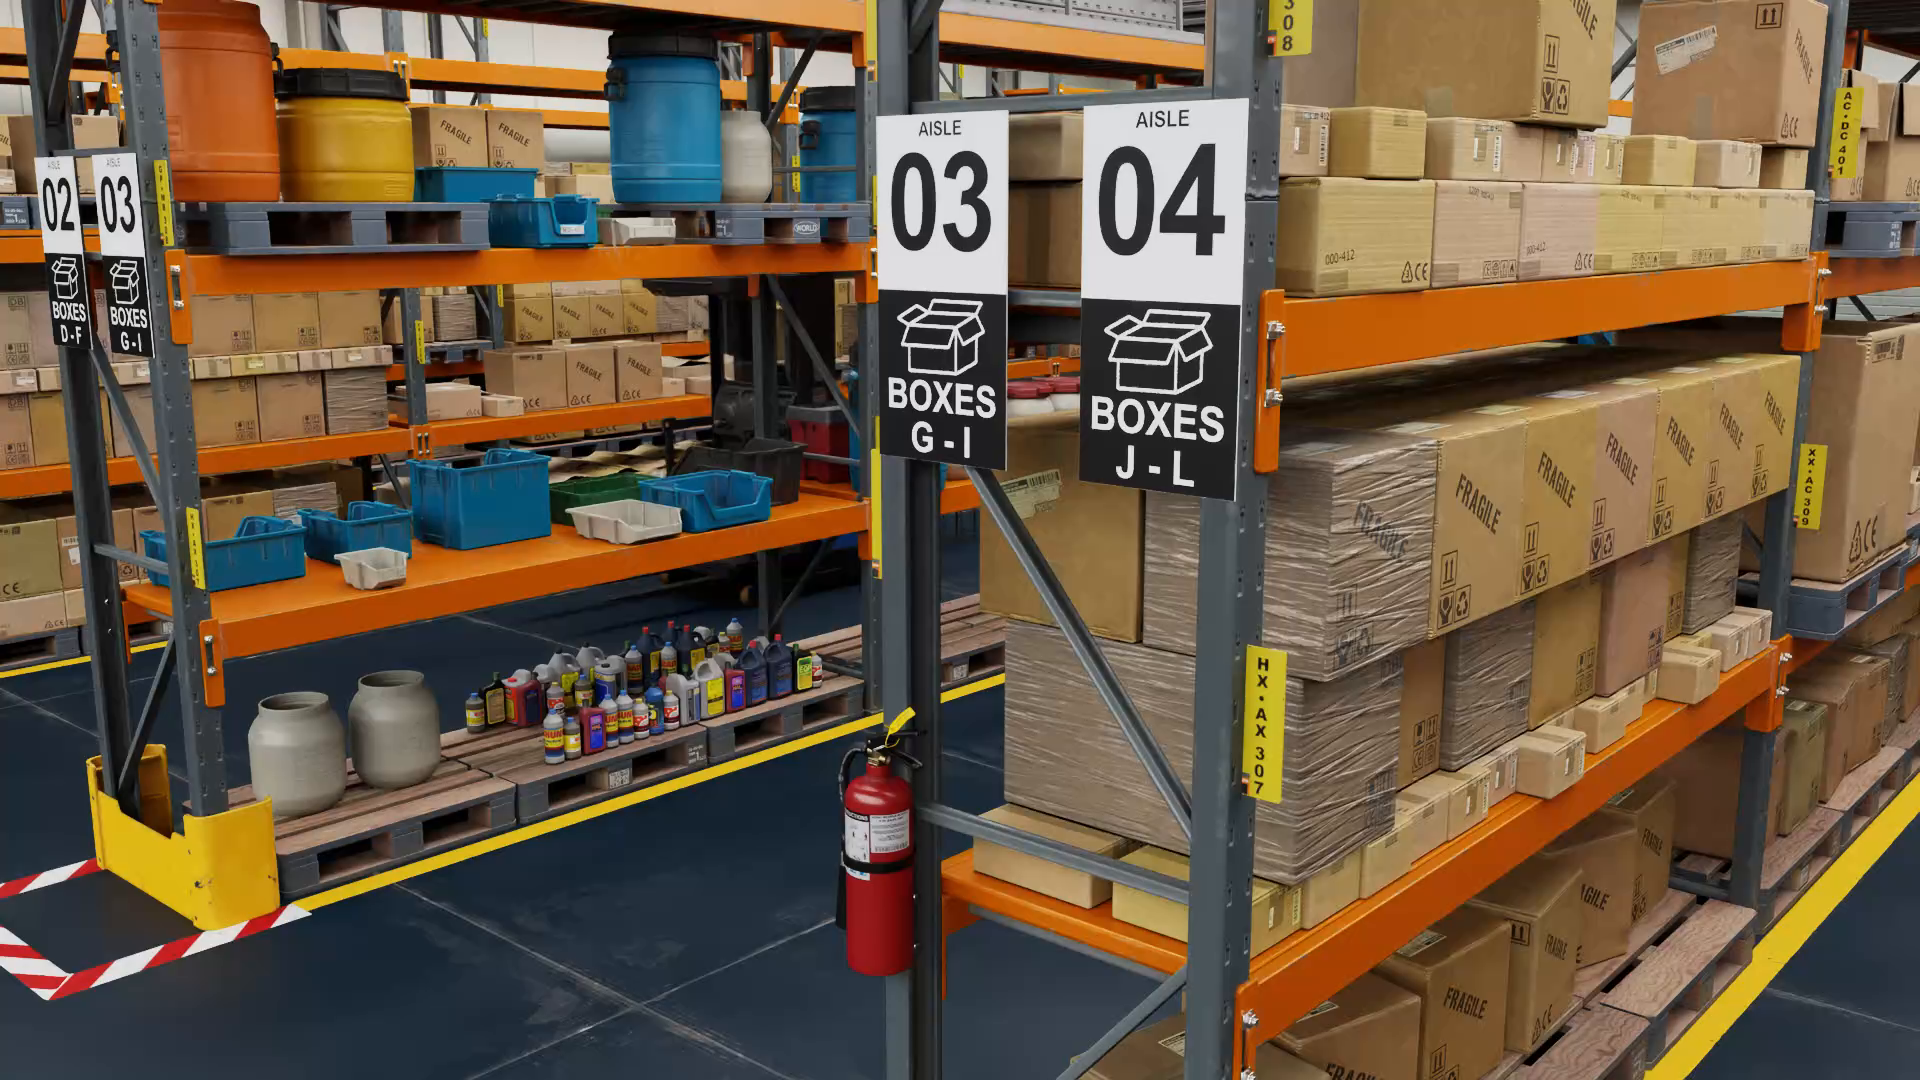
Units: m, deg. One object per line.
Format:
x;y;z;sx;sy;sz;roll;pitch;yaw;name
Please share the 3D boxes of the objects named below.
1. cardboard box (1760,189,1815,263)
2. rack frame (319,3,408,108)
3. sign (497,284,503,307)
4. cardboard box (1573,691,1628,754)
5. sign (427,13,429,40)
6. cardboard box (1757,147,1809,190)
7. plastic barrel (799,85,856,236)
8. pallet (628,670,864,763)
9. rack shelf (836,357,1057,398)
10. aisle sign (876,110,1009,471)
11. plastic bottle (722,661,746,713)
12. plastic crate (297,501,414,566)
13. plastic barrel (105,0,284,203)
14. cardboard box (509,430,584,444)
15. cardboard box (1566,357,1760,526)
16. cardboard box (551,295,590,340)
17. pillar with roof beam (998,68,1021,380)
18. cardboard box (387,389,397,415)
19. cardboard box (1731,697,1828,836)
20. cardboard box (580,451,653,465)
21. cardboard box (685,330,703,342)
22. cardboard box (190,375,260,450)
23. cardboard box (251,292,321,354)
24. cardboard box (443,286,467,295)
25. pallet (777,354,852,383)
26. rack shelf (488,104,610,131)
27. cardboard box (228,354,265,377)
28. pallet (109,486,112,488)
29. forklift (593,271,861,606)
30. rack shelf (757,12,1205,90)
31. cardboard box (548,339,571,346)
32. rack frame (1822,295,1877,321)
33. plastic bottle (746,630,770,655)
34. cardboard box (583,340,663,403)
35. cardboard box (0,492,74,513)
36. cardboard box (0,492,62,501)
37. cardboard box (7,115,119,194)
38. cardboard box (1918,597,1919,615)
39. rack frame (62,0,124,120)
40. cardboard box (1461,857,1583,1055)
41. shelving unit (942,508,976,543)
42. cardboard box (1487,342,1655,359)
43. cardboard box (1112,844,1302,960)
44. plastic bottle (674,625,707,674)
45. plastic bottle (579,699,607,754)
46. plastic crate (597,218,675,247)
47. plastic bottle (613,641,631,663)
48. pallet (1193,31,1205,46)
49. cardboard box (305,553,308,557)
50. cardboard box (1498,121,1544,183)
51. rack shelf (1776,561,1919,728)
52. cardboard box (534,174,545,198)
2.758;-1.147;6.061;0.500;0.250;0.500;11;15;42;cardboard box
-4.576;-4.074;12.673;1.000;3.000;0.127;10;15;40;rack frame
-5.245;-2.821;18.961;0.100;0.325;0.005;10;15;40;sign
1.940;0.561;5.425;0.380;0.149;0.250;10;15;40;cardboard box
-6.079;-5.909;19.073;0.100;0.325;0.005;10;15;40;sign
2.865;-1.359;6.100;0.380;0.149;0.250;10;15;42;cardboard box
-0.685;-2.311;10.223;0.600;0.901;0.708;10;15;40;plastic barrel
-1.333;0.970;9.856;1.003;0.211;1.213;10;15;40;pallet
-0.616;-1.662;17.750;1.077;0.370;4.000;10;15;40;rack shelf
-0.044;-0.567;3.792;0.394;0.787;0.004;10;15;40;aisle sign
-1.269;0.815;9.325;0.133;0.283;0.061;-11;16;-44;plastic bottle
-2.960;-0.037;8.156;0.499;0.251;0.408;10;15;40;plastic crate
-3.273;-1.878;7.168;0.600;0.830;0.708;10;15;40;plastic barrel
-5.075;-1.604;20.037;0.750;0.750;0.750;10;15;40;cardboard box
2.443;-0.361;5.829;0.500;0.500;0.500;10;15;40;cardboard box
-4.794;-2.680;19.942;0.500;0.500;0.500;10;15;42;cardboard box
3.988;-6.432;24.478;9.100;9.000;0.548;10;15;40;pillar with roof beam
-6.519;-1.530;18.595;0.500;0.250;0.500;10;15;41;cardboard box
3.613;1.004;7.824;0.700;0.500;0.500;10;15;40;cardboard box
-3.181;-0.661;15.418;0.500;0.311;0.500;9;15;39;cardboard box
-3.513;-2.630;21.352;0.380;0.149;0.250;10;15;40;cardboard box
-5.542;-0.963;12.160;0.700;0.500;0.500;10;15;41;cardboard box
-5.197;-1.677;12.419;0.700;0.500;0.500;10;15;40;cardboard box
-5.865;-2.889;19.021;0.380;0.149;0.250;7;14;33;cardboard box
-1.541;-1.735;16.770;1.213;0.211;1.003;10;15;40;pallet
-4.339;-5.048;20.406;1.077;0.370;4.000;10;15;40;rack shelf
-5.268;-1.282;12.100;0.380;0.149;0.250;10;15;40;cardboard box
-8.717;-0.301;16.220;1.003;0.211;1.213;10;15;40;pallet
-1.763;-1.041;12.980;1.130;2.935;3.031;10;15;42;forklift
0.462;-3.178;11.046;1.077;0.370;4.000;10;15;40;rack shelf
-4.856;-2.330;19.847;0.380;0.149;0.250;10;15;42;cardboard box
5.503;-0.439;9.791;1.000;3.000;0.127;10;15;40;rack frame
-1.175;0.705;9.700;0.144;0.351;0.185;10;15;40;plastic bottle
-3.031;-1.521;14.950;0.500;0.500;0.500;9;14;37;cardboard box
-6.437;-0.035;11.802;0.500;0.500;0.500;10;15;40;cardboard box
-8.955;-0.604;15.875;0.500;0.500;0.500;8;14;36;cardboard box
-5.915;-2.547;11.002;0.500;0.500;0.500;10;15;40;cardboard box
5.974;0.298;10.453;1.225;0.875;0.875;9;14;38;cardboard box
-8.300;-4.714;15.877;1.000;3.000;0.127;10;15;40;rack frame
1.845;1.409;5.845;0.500;0.500;0.500;8;14;35;cardboard box
-0.010;-0.586;15.122;0.258;1.200;0.189;10;15;40;shelving unit
2.375;-0.503;6.541;0.500;0.500;0.500;10;15;40;cardboard box
0.589;0.850;3.979;0.380;0.149;0.250;10;15;40;cardboard box
-1.594;0.676;9.848;0.144;0.351;0.185;10;15;40;plastic bottle
-1.904;0.956;8.616;0.061;0.283;0.133;10;15;41;plastic bottle
-1.614;-1.544;8.339;0.243;0.136;0.396;10;15;40;plastic crate
-1.967;0.737;9.714;0.061;0.283;0.133;11;15;43;plastic bottle
2.282;-3.835;12.979;1.213;0.211;1.003;10;15;40;pallet
-5.056;0.179;12.643;0.500;0.250;0.500;10;15;40;cardboard box
1.292;-1.011;4.358;0.380;0.149;0.250;10;15;40;cardboard box
4.183;0.208;8.389;1.077;0.370;4.000;10;15;40;rack shelf
-3.802;-2.906;13.794;0.500;0.250;0.500;8;14;35;cardboard box
